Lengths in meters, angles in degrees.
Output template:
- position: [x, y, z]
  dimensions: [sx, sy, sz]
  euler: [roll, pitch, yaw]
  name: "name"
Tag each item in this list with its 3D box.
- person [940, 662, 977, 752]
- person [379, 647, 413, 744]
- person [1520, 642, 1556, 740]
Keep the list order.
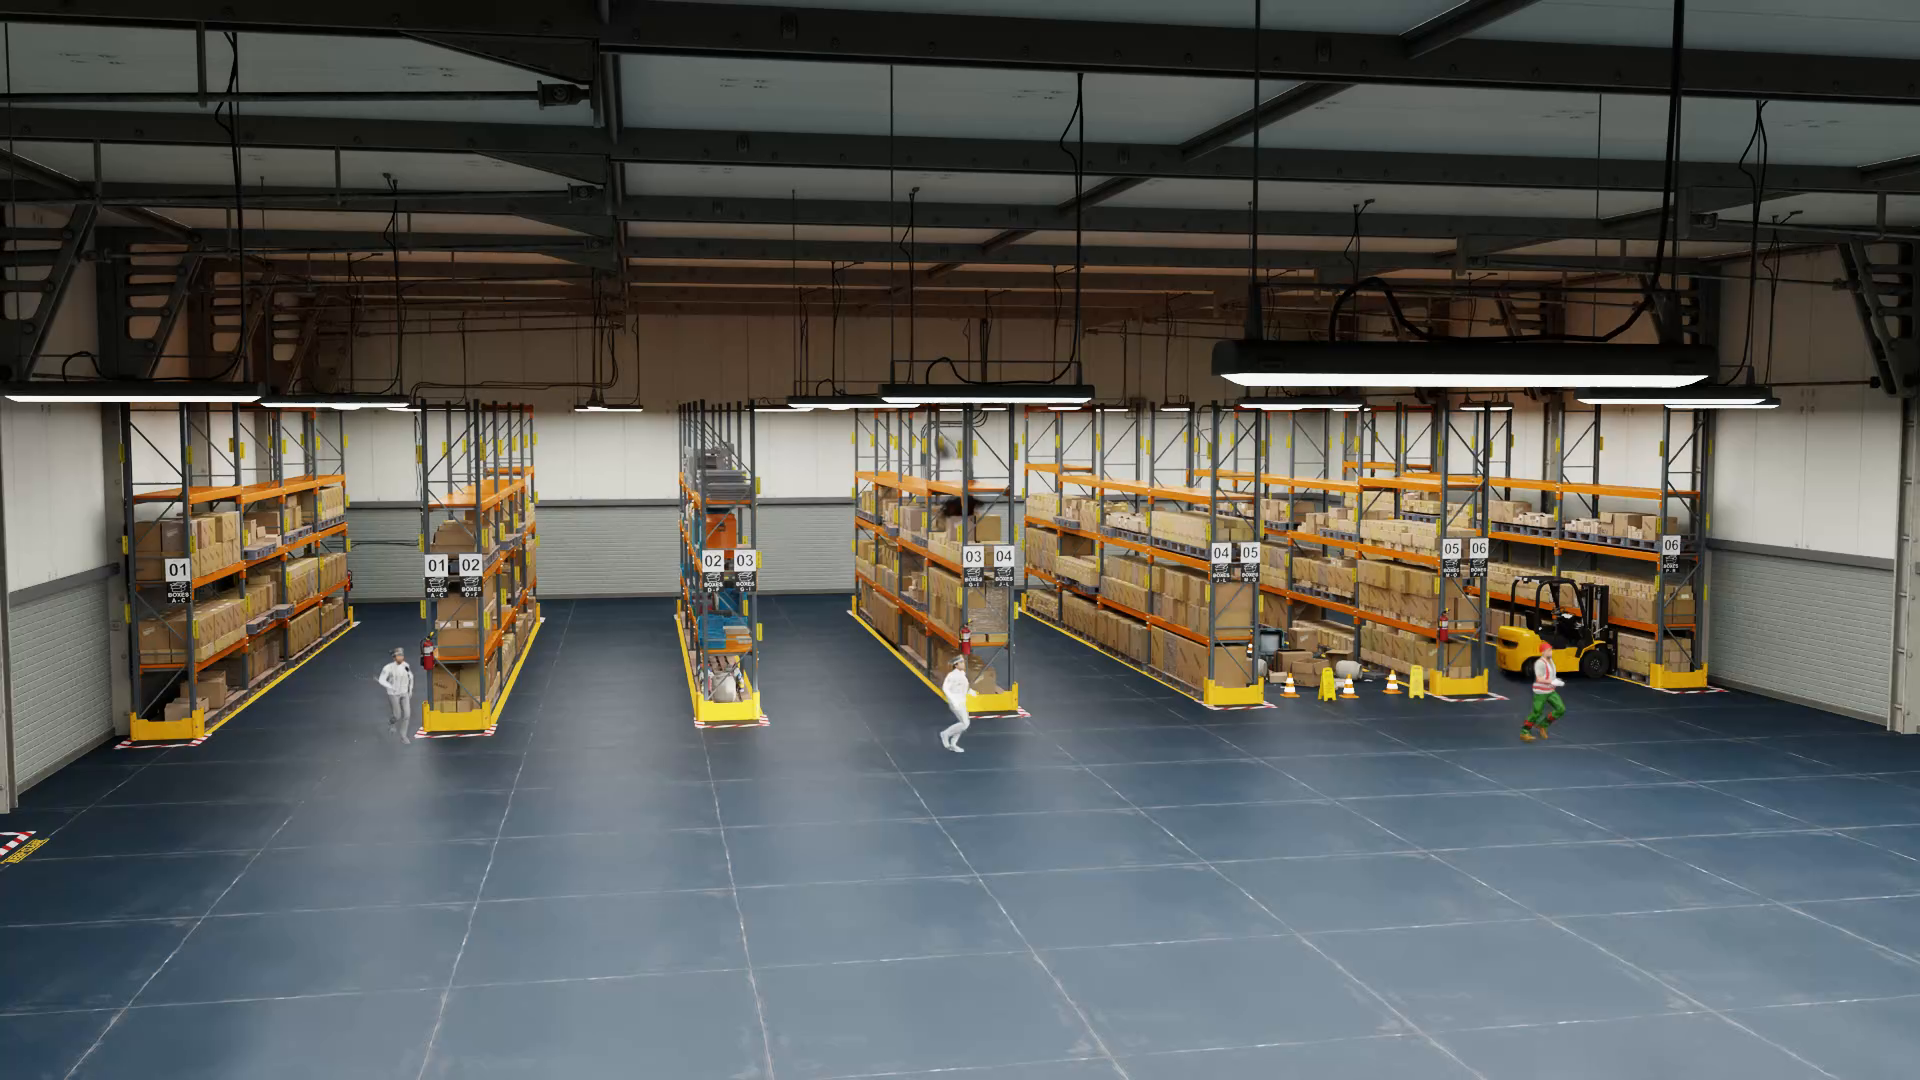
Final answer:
- position: [-0.016, 2.791, 28.253]
  dimensions: [0.566, 1.620, 0.436]
  euler: [2, 5, 20]
  name: "person"
- position: [-9.849, 2.710, 29.132]
  dimensions: [0.658, 1.689, 0.712]
  euler: [-4, 6, -42]
  name: "person"
- position: [10.171, 2.636, 29.029]
  dimensions: [0.685, 1.732, 0.678]
  euler: [-3, 5, -38]
  name: "person"
